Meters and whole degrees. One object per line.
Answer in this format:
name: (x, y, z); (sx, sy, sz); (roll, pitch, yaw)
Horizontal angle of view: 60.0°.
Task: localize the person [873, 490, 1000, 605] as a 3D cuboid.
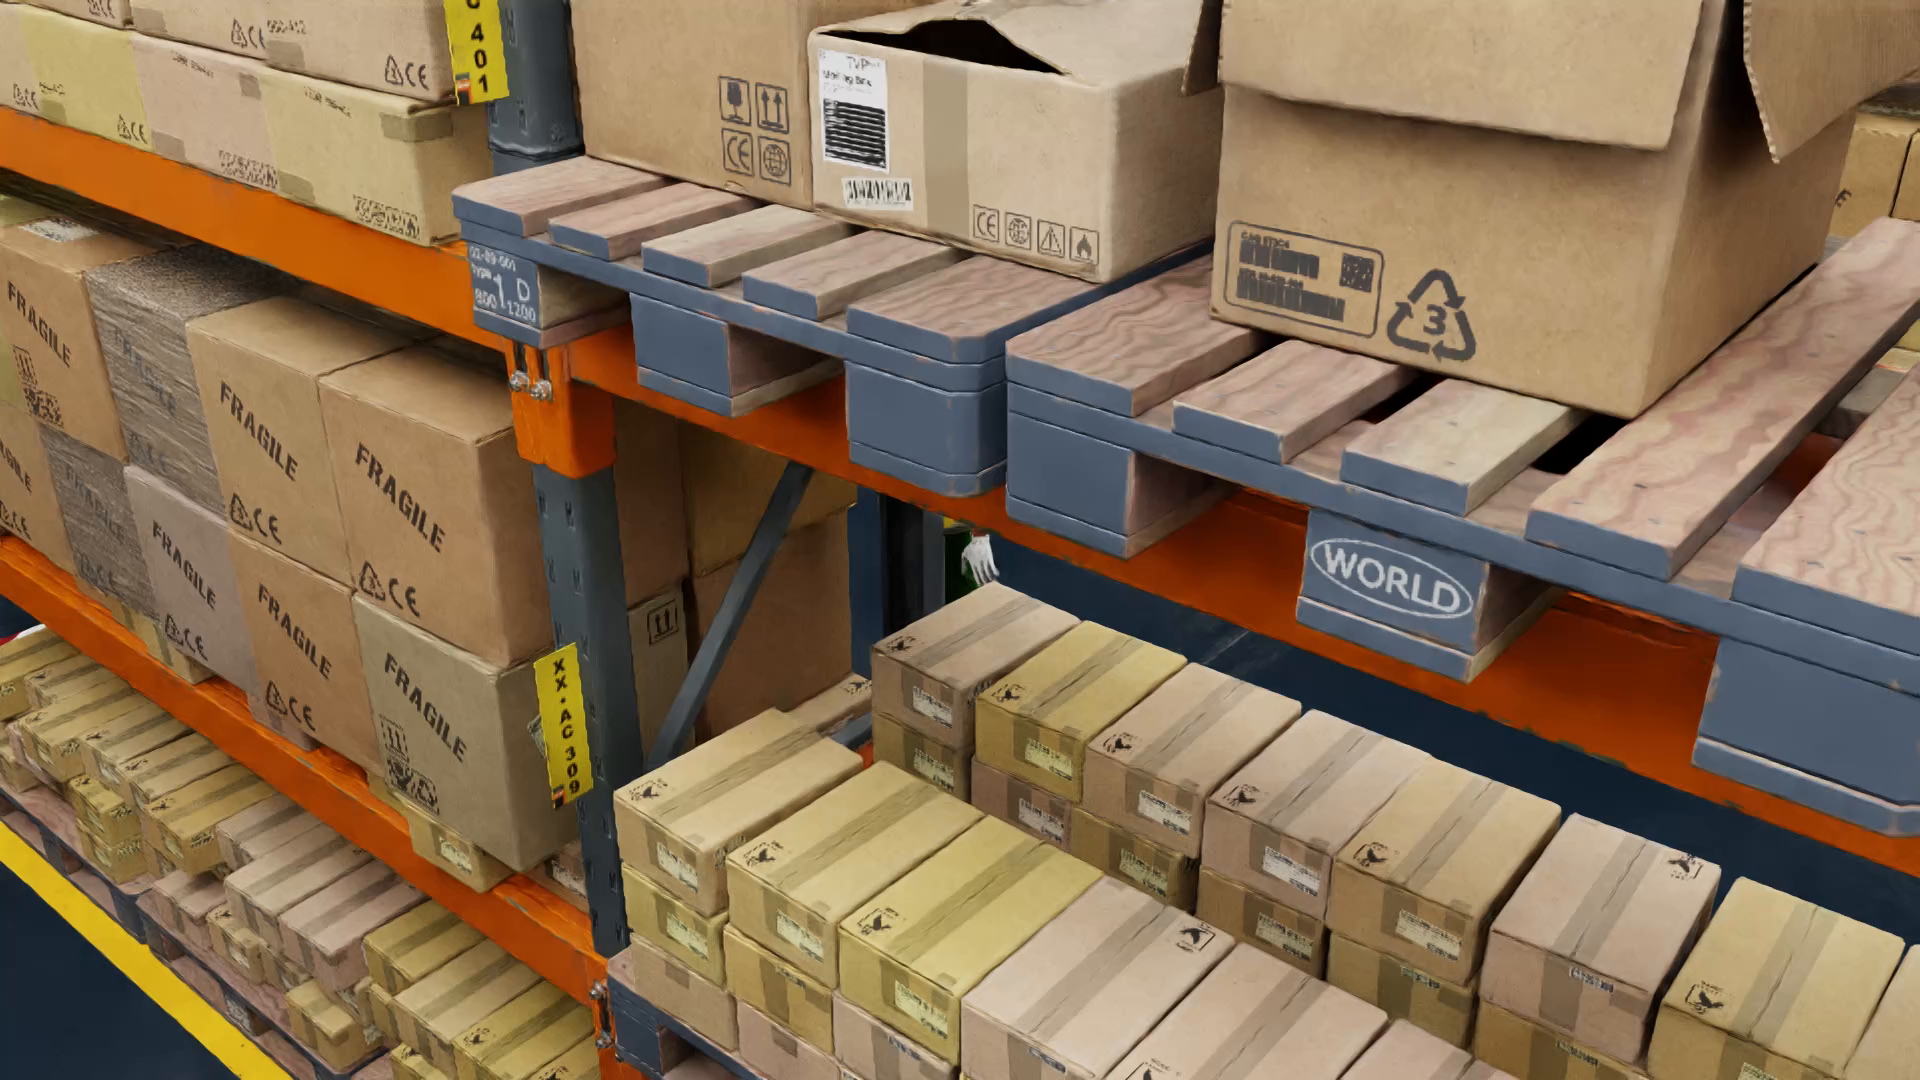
person: (-0.154, -0.089, 6.214); (0.607, 1.785, 0.757); (-15, 31, -26)
